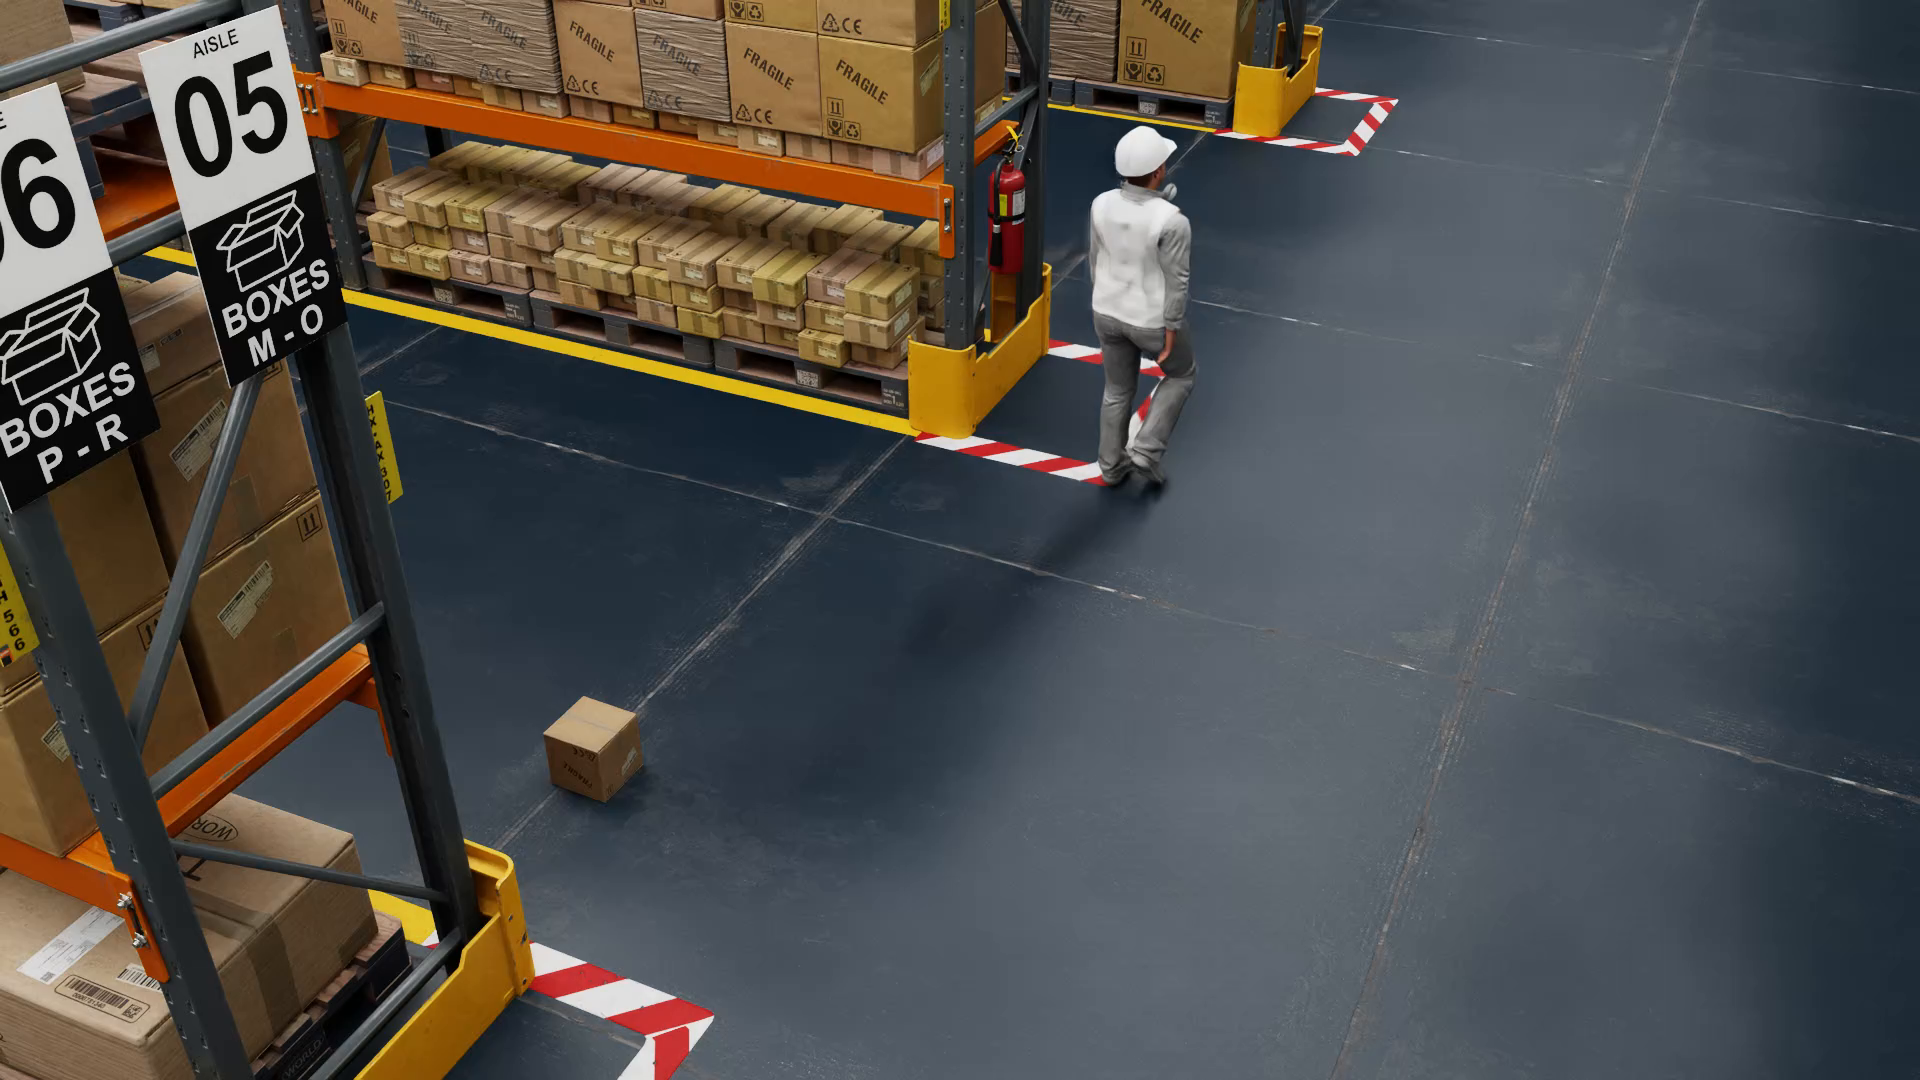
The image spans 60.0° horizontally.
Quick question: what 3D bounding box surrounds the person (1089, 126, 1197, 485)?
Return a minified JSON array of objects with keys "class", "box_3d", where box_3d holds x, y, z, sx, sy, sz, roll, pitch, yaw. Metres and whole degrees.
[{"class":"person","box_3d":[0.852,-1.061,7.703,0.536,1.797,0.454,20,38,28]}]
